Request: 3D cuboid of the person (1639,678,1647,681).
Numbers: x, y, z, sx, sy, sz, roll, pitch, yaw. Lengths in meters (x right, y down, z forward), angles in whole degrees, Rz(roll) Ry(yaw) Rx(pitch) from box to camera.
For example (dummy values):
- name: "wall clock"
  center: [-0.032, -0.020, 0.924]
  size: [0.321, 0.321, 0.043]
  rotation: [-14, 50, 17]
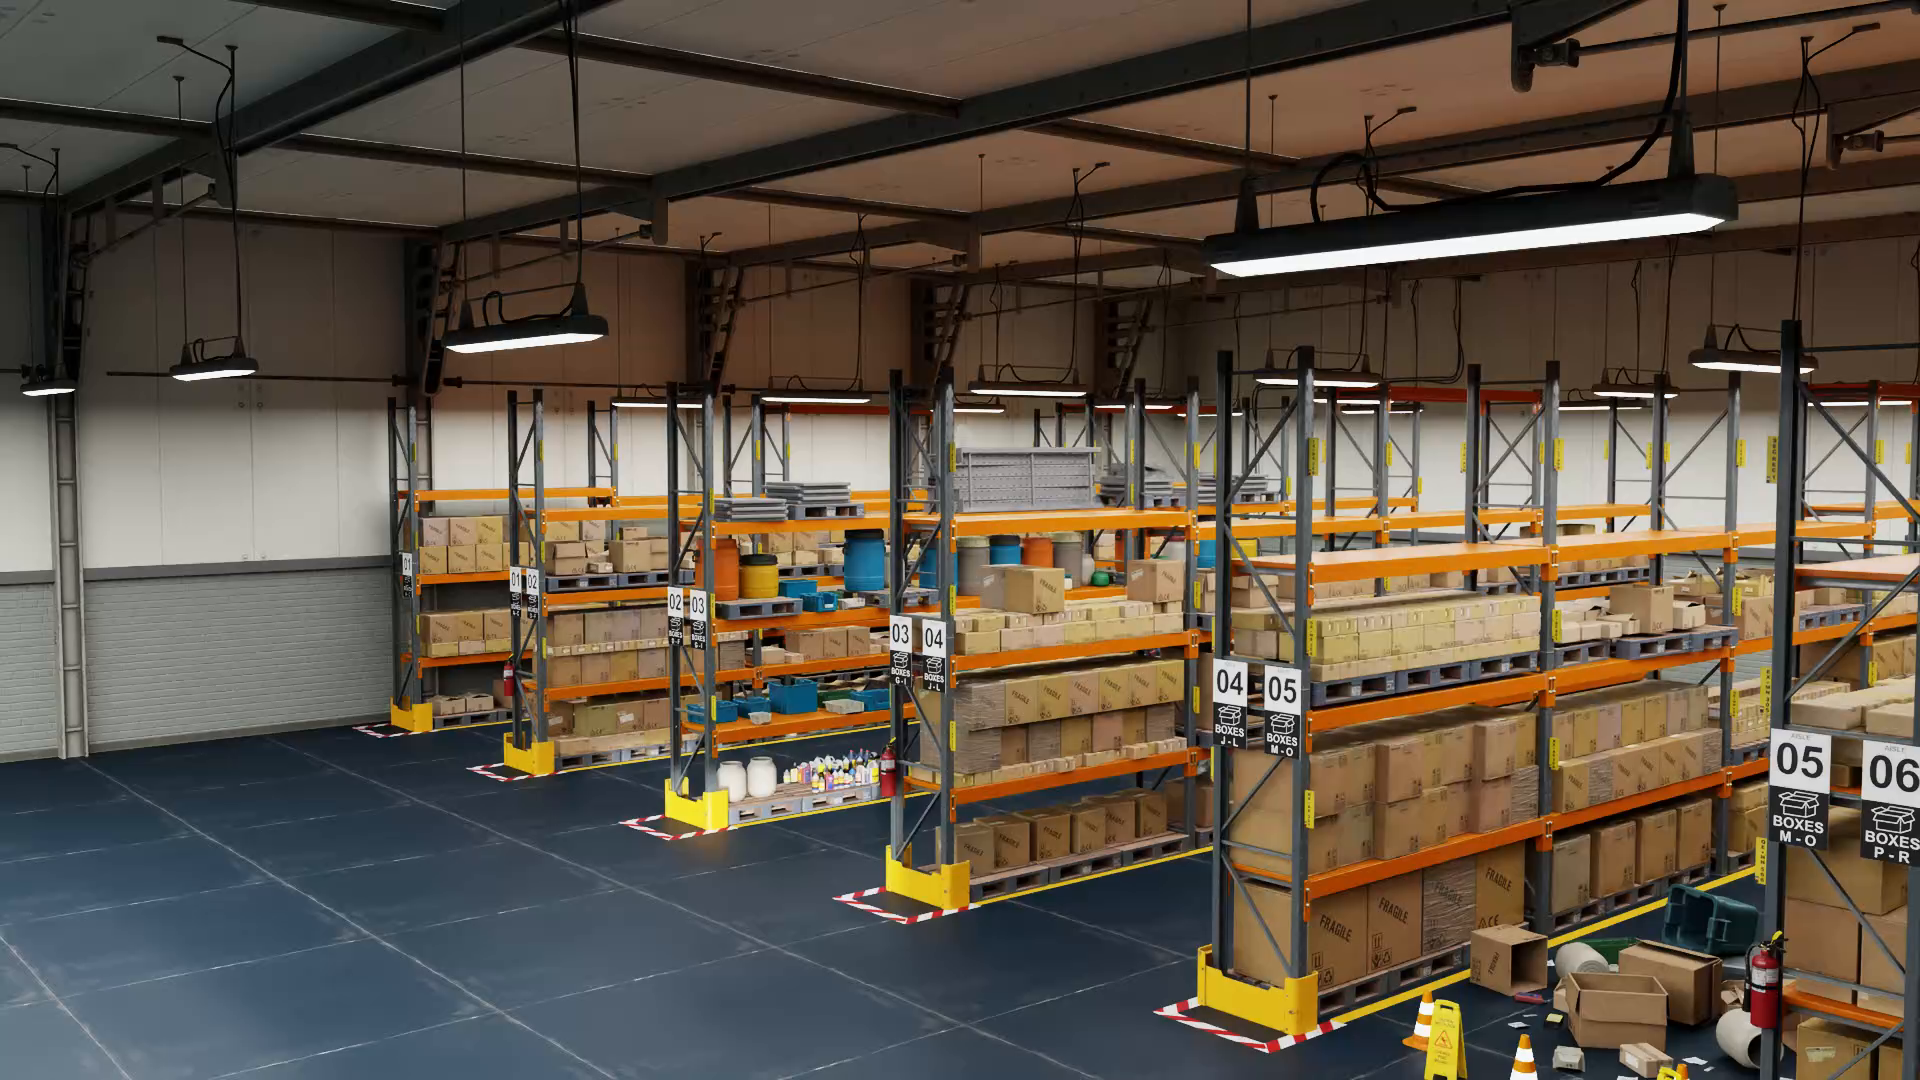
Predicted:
- name: "person"
  center: [10.310, 2.893, 24.998]
  size: [0.600, 1.647, 0.605]
  rotation: [3, 5, 44]

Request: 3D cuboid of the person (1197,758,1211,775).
- name: "person"
  center: [3.838, 2.776, 25.859]
  size: [0.701, 1.759, 0.892]
  rotation: [3, 4, 42]
